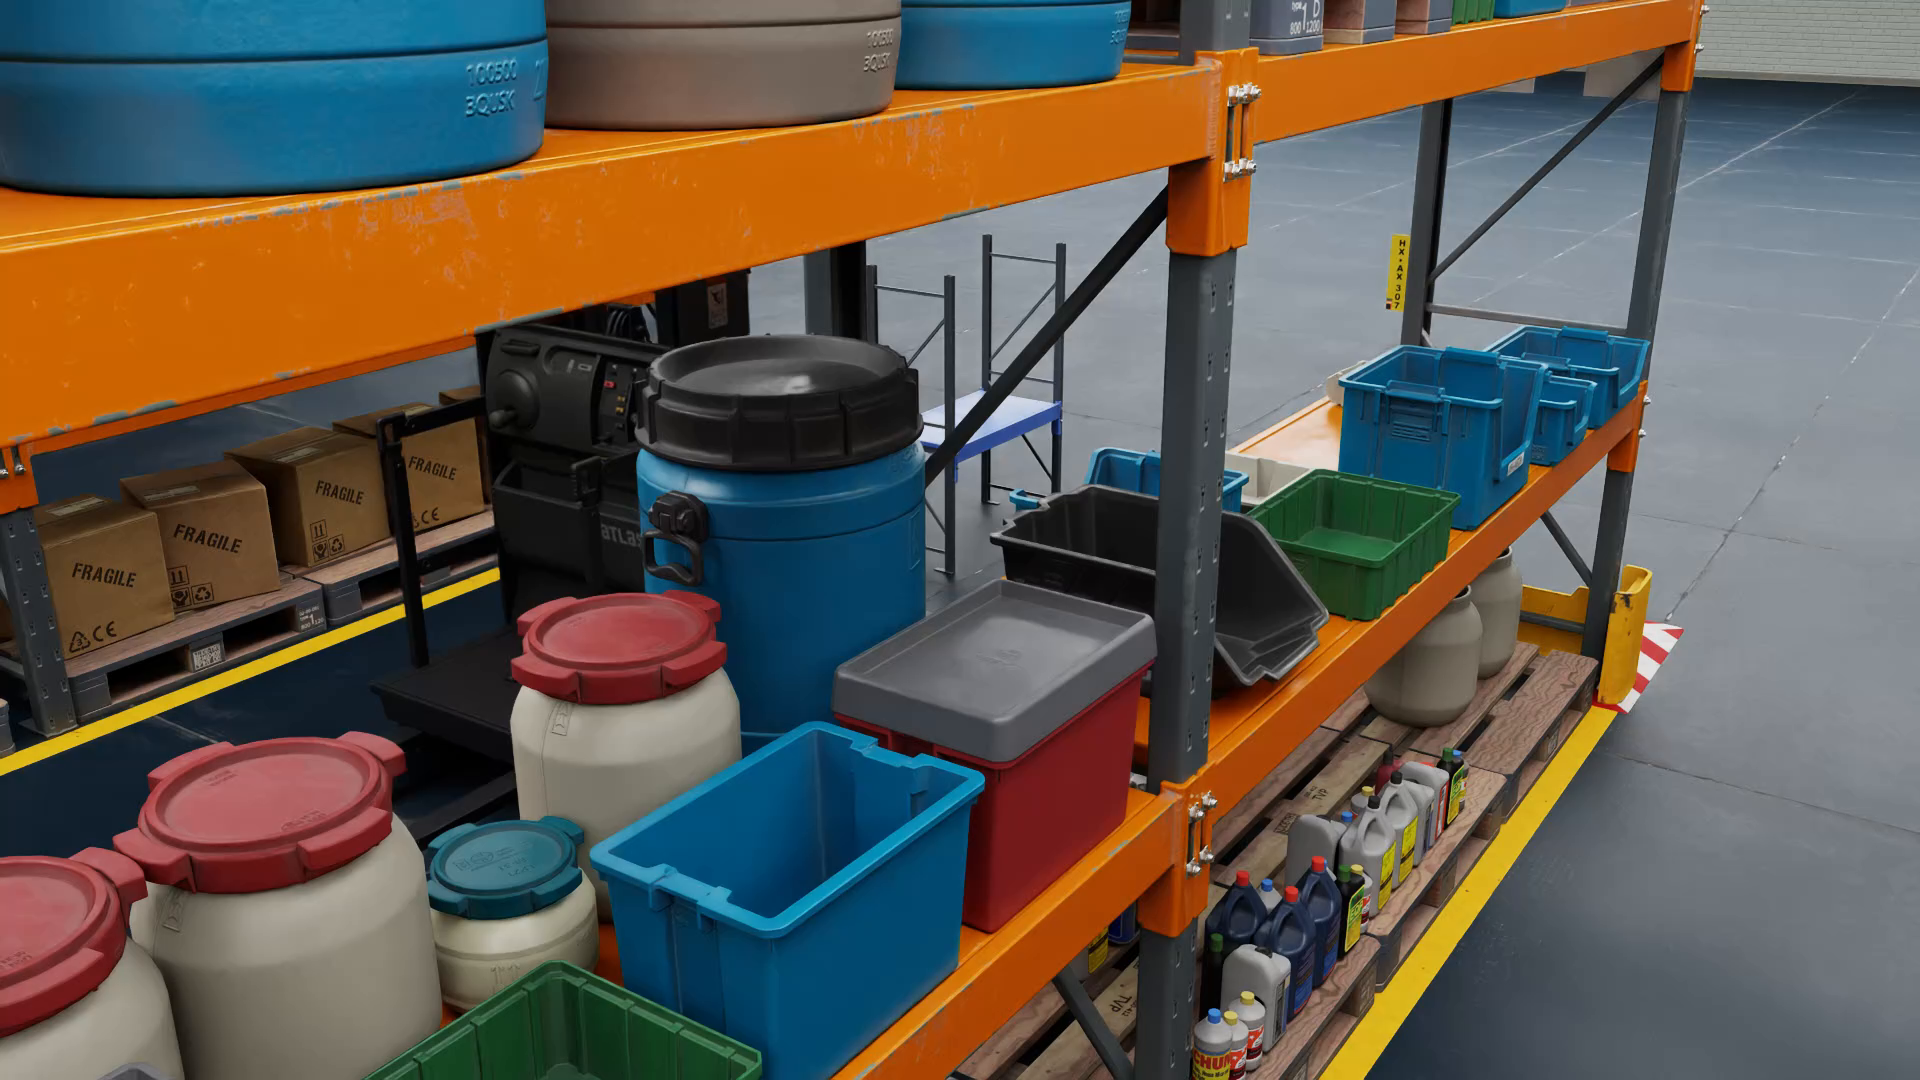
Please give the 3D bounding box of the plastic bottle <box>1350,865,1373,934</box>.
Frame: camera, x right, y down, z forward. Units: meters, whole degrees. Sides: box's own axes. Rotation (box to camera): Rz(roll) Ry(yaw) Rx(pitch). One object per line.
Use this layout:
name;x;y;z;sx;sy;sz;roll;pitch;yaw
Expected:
plastic bottle;1.176;1.065;4.961;0.097;0.201;0.097;0;20;0

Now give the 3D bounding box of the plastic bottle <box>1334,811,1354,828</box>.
plastic bottle;1.217;0.955;5.258;0.097;0.201;0.097;0;20;0

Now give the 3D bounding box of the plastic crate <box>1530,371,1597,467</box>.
plastic crate;1.940;-0.450;5.873;0.499;0.251;0.408;13;24;32

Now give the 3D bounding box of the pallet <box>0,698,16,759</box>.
pallet;-4.438;0.806;6.282;1.003;0.211;1.213;13;24;32

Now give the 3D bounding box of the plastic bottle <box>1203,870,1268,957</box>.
plastic bottle;0.773;1.098;4.658;0.144;0.351;0.185;13;24;32

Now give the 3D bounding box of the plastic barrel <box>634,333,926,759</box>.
plastic barrel;-0.373;0.057;3.564;0.600;0.901;0.708;13;24;32

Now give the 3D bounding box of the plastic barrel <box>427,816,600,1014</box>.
plastic barrel;-0.776;0.655;2.869;0.301;0.262;0.301;0;20;0

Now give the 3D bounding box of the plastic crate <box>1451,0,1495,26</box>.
plastic crate;1.207;-1.467;4.388;0.336;0.188;0.450;13;24;32

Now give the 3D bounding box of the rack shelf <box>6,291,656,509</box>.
rack shelf;-2.877;-0.962;8.079;1.077;0.370;4.000;13;24;32

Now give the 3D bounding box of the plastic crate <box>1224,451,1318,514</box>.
plastic crate;0.798;-0.151;5.230;0.530;0.136;0.437;13;24;32

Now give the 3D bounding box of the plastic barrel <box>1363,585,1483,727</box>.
plastic barrel;1.755;0.410;6.313;0.421;0.512;0.421;0;20;0

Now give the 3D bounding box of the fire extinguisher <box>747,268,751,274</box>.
fire extinguisher;-1.307;-1.780;9.365;0.296;0.674;0.183;13;24;32

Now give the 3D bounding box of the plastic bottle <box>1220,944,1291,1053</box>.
plastic bottle;0.796;1.208;4.469;0.152;0.276;0.135;14;25;34

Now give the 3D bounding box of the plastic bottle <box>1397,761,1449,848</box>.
plastic bottle;1.509;0.843;5.453;0.152;0.276;0.135;13;24;32

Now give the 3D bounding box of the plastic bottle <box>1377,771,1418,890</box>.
plastic bottle;1.341;0.896;5.202;0.144;0.351;0.185;14;25;34

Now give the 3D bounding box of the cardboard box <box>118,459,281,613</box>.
cardboard box;-3.428;-0.023;7.501;0.500;0.500;0.500;-15;25;-35

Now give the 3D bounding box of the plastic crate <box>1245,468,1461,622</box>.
plastic crate;1.091;0.005;4.732;0.450;0.188;0.662;13;24;32

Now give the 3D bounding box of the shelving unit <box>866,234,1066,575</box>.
shelving unit;0.048;-0.728;8.571;0.538;1.500;1.048;13;24;32

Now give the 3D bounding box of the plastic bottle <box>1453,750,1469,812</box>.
plastic bottle;1.674;0.811;5.647;0.097;0.201;0.097;0;20;0

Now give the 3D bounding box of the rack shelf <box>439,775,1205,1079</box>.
rack shelf;-1.029;1.152;2.365;1.077;0.370;4.000;13;24;32

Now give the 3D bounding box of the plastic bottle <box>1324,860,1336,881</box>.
plastic bottle;1.050;1.059;4.876;0.097;0.271;0.097;0;20;0

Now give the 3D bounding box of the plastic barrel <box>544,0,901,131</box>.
plastic barrel;-0.379;-1.026;2.168;0.600;0.901;0.600;0;20;0

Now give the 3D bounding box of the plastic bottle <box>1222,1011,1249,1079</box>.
plastic bottle;0.694;1.311;4.295;0.097;0.201;0.097;0;20;0

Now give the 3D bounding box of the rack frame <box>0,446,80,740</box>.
rack frame;-4.001;-0.725;6.403;1.000;3.000;0.127;13;24;32

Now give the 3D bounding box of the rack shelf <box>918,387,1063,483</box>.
rack shelf;0.048;-0.559;8.633;0.538;0.185;1.000;13;24;32

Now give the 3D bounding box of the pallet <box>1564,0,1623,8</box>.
pallet;1.797;-2.007;5.816;1.003;0.211;1.213;13;24;32

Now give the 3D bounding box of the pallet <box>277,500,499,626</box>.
pallet;-2.968;0.031;8.376;1.003;0.211;1.213;13;24;32

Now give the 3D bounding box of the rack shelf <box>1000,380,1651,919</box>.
rack shelf;1.219;0.004;5.467;1.077;0.370;4.000;13;24;32

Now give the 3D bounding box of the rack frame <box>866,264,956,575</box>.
rack frame;-0.238;-0.582;8.177;0.500;1.500;0.032;13;24;32

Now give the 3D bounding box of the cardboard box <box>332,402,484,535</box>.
cardboard box;-2.793;-0.368;8.433;0.500;0.500;0.500;16;26;37

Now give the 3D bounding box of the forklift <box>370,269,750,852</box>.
forklift;-1.522;-0.535;5.987;1.130;2.935;3.031;13;24;31

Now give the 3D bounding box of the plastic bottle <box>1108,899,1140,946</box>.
plastic bottle;0.463;1.037;4.929;0.152;0.276;0.135;13;24;32

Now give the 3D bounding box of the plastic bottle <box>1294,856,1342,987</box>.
plastic bottle;0.998;1.072;4.728;0.144;0.351;0.185;12;24;30

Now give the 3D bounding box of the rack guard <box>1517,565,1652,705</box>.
rack guard;2.340;0.296;7.244;1.175;0.500;0.348;13;24;32

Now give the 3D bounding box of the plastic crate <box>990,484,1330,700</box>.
plastic crate;0.494;0.144;4.141;0.767;0.338;0.504;13;24;32

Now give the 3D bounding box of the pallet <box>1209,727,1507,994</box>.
pallet;1.192;1.012;5.724;1.003;0.211;1.213;13;24;32

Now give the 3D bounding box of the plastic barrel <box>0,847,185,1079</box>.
plastic barrel;-1.280;0.743;2.236;0.433;0.535;0.433;0;20;0

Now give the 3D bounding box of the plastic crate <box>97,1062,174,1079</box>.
plastic crate;-0.992;0.954;1.770;0.402;0.464;0.583;13;24;32

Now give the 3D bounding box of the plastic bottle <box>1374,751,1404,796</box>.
plastic bottle;1.421;0.819;5.508;0.061;0.283;0.133;13;24;32

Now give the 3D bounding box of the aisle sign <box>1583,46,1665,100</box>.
aisle sign;2.629;-2.089;6.342;0.394;0.787;0.004;13;24;32

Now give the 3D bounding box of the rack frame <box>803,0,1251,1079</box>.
rack frame;0.092;0.240;3.793;0.949;2.616;0.053;13;24;32

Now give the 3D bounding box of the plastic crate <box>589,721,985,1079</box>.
plastic crate;-0.268;0.625;2.774;0.392;0.384;0.575;13;24;32

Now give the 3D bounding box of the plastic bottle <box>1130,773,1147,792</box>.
plastic bottle;0.603;0.877;5.362;0.152;0.276;0.135;14;24;33
